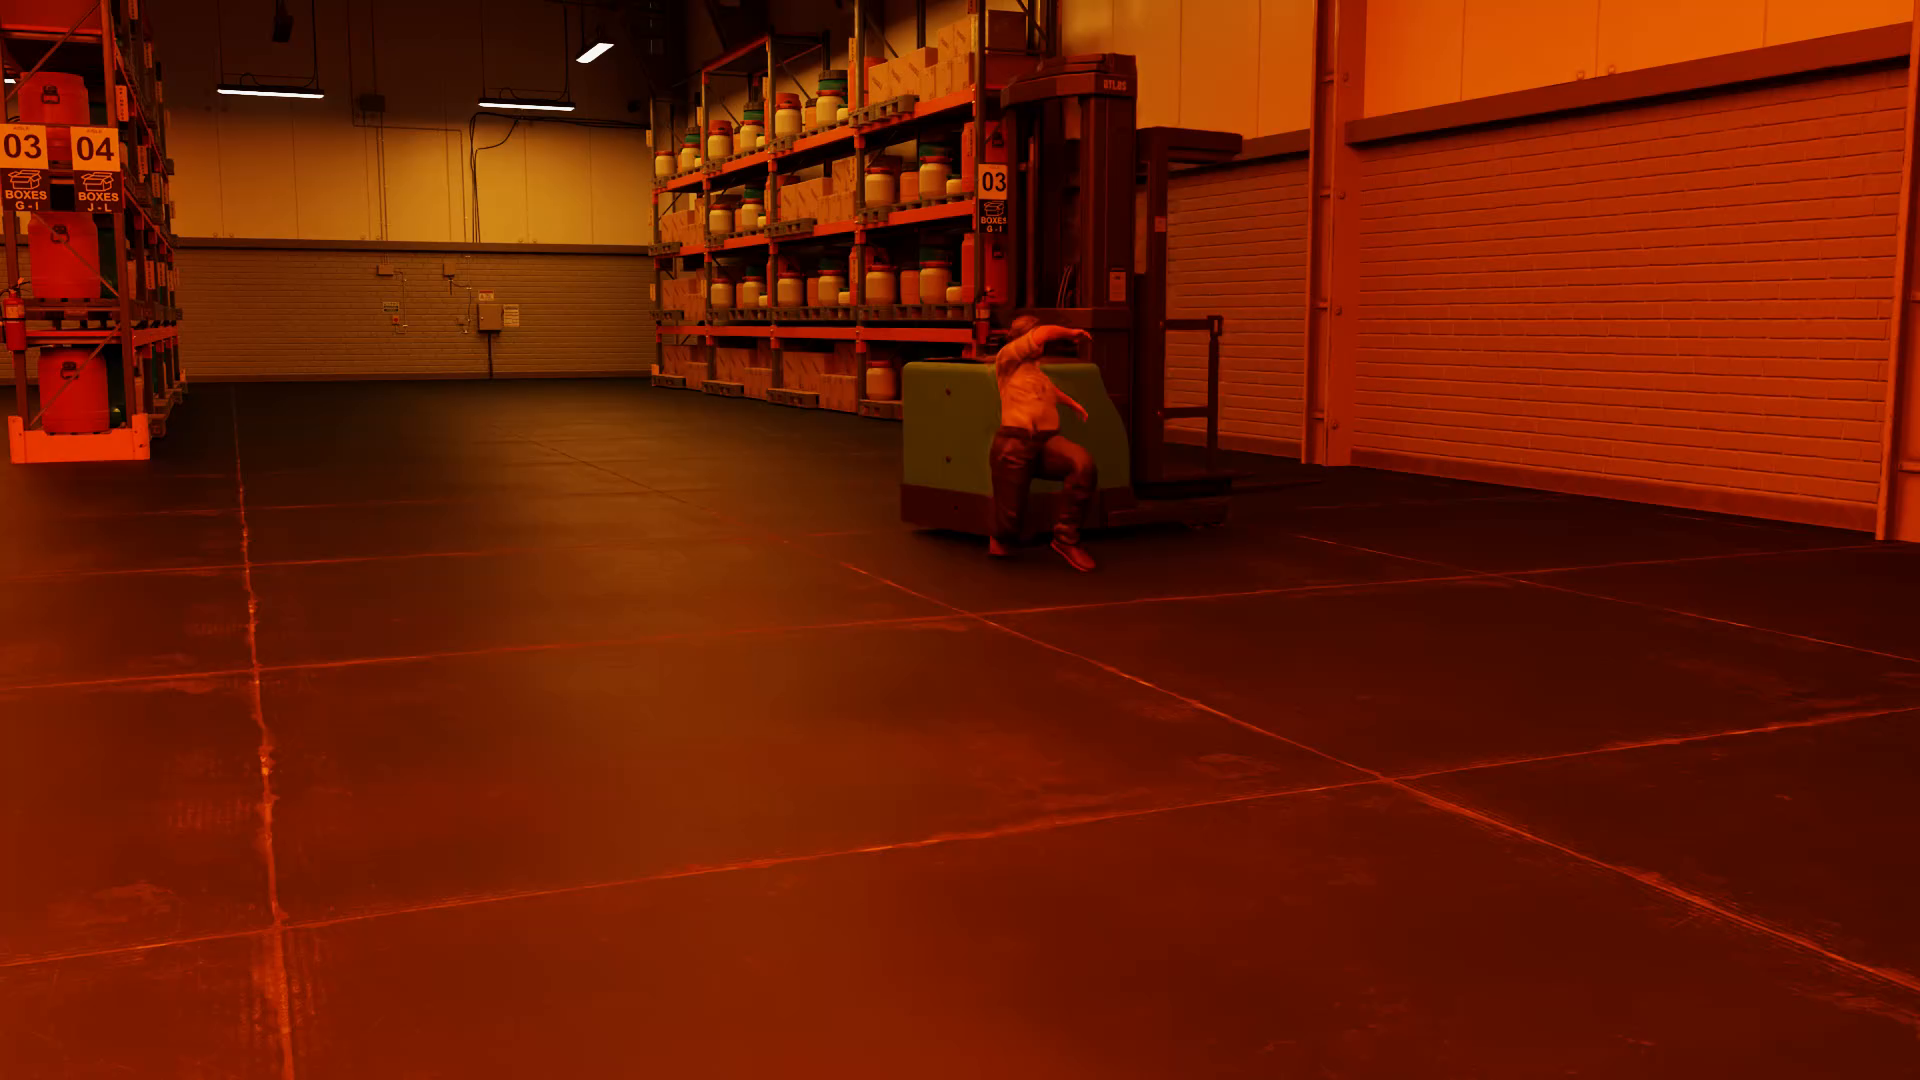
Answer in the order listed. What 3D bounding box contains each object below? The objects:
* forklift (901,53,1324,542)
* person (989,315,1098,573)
[{"bbox_3d":[1.120,-1.567,10.823,3.031,2.935,1.130,-5,9,-35],"label":"forklift"},{"bbox_3d":[0.581,-0.557,9.206,0.913,1.366,0.923,-6,9,-36],"label":"person"}]
